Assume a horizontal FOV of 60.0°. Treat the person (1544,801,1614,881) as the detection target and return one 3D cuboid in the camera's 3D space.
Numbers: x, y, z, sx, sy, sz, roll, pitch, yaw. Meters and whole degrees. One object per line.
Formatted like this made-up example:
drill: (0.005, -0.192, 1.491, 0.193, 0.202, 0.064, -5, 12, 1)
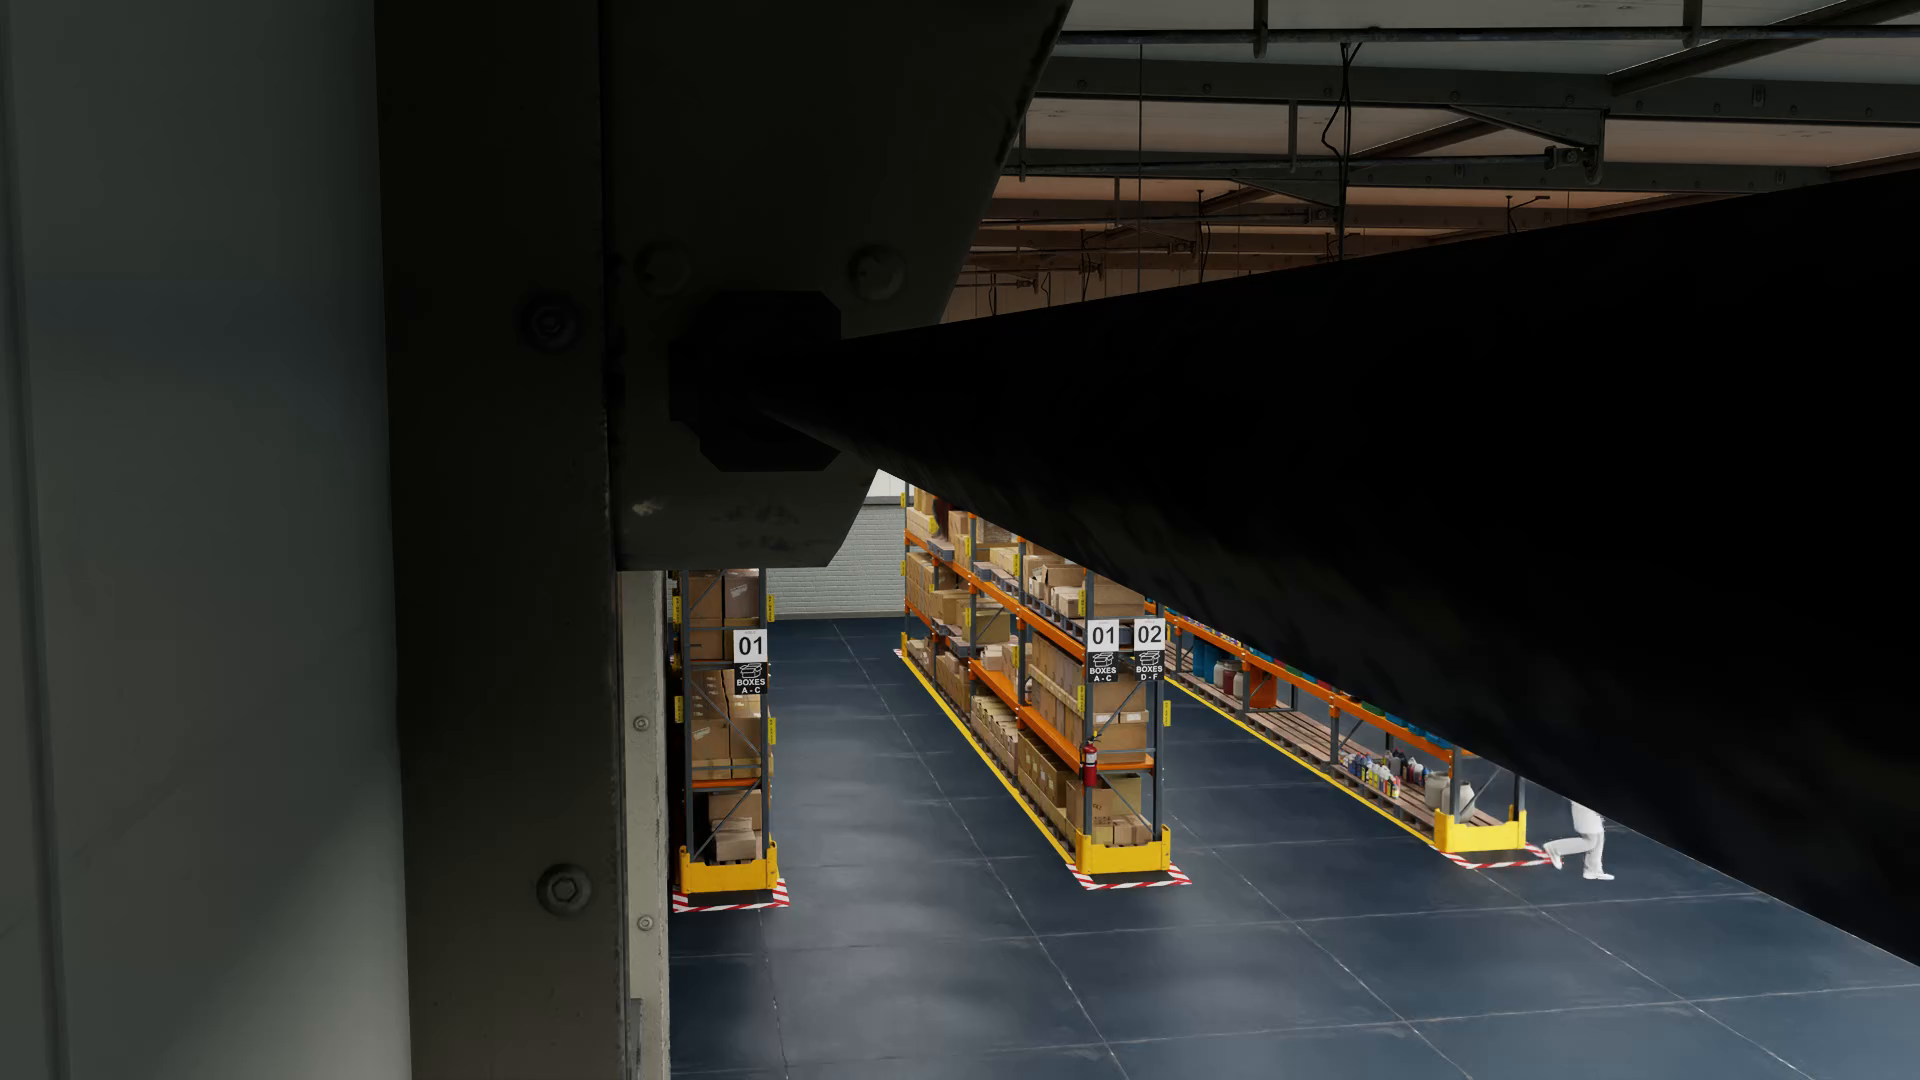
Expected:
person: (7.672, 3.343, 20.550, 0.860, 1.756, 0.724, 1, 6, 11)
